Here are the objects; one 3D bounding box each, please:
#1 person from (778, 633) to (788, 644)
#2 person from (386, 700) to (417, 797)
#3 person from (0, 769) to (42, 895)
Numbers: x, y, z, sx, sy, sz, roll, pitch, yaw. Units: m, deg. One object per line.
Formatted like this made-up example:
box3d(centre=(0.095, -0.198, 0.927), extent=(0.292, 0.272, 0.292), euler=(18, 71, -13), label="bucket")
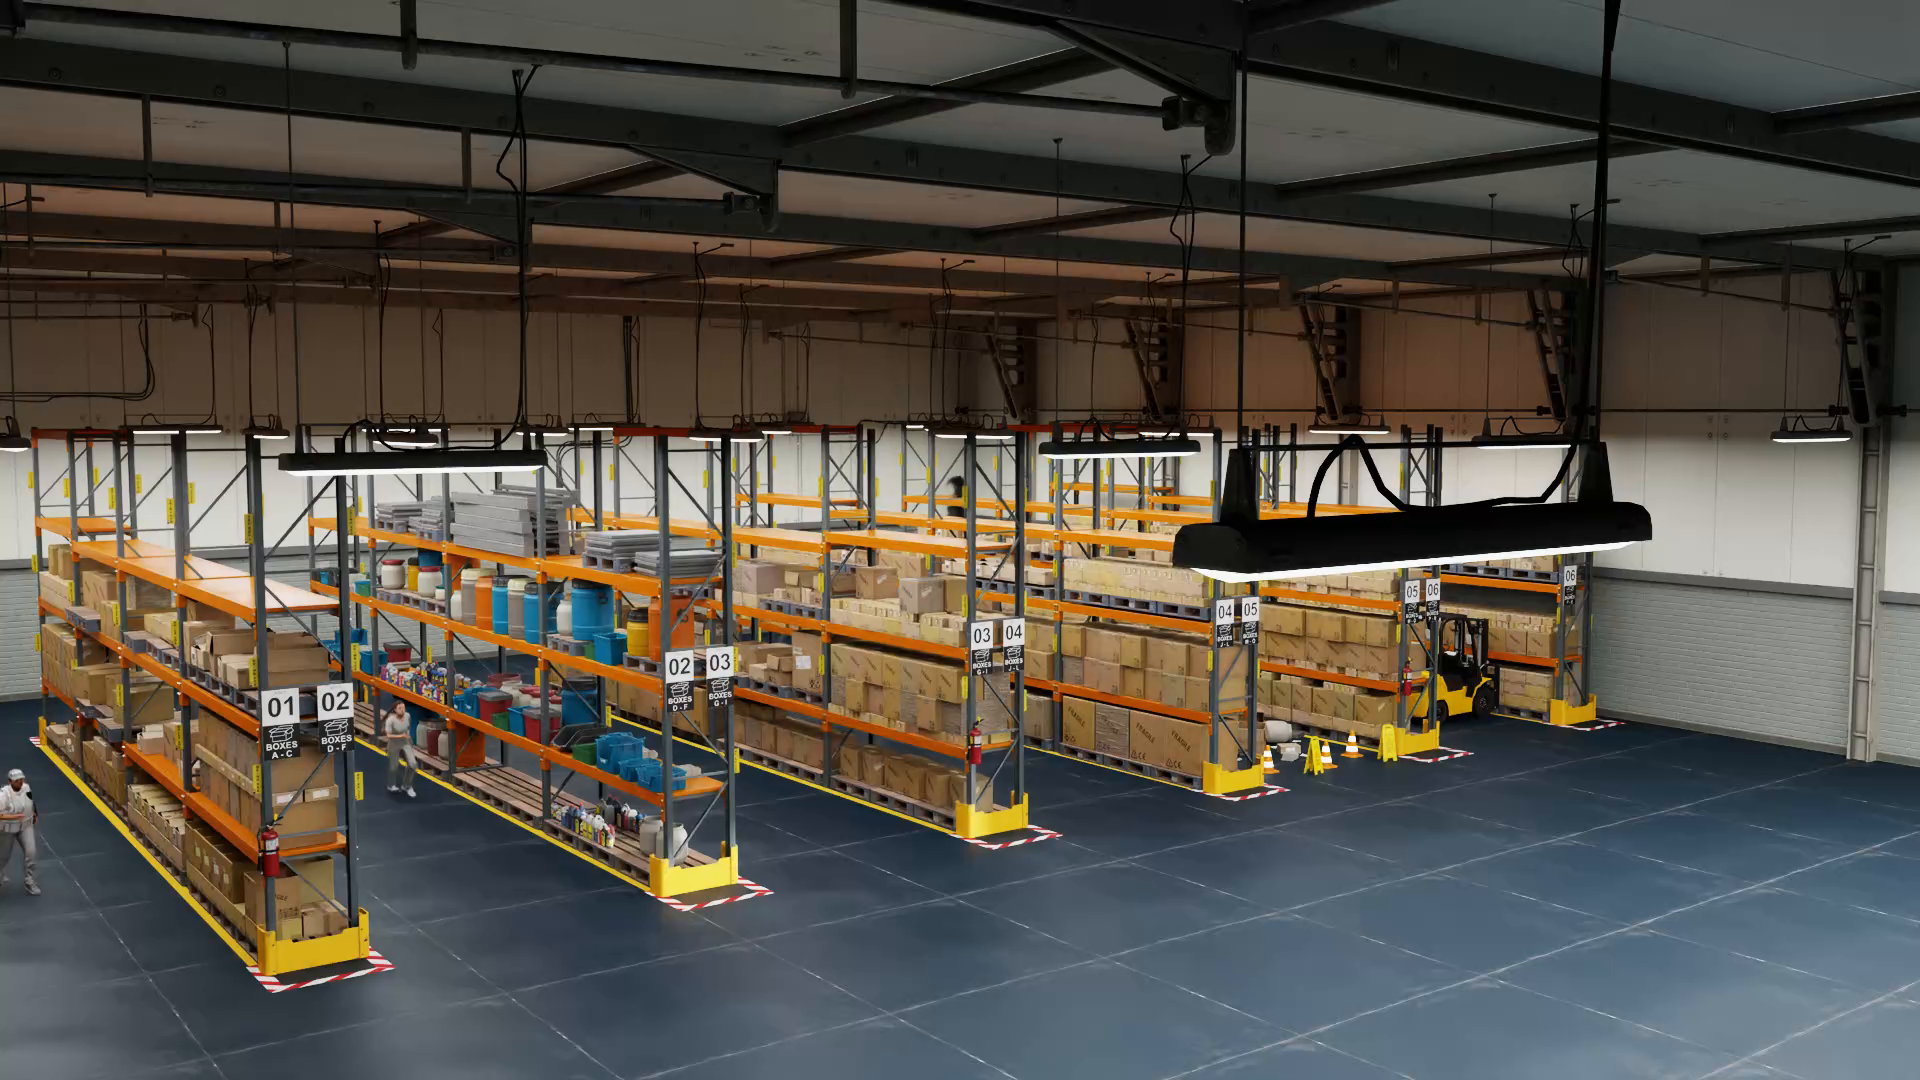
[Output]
box3d(centre=(-4.120, 2.197, 41.774), extent=(0.872, 1.702, 0.710), euler=(-4, 6, -40), label="person")
box3d(centre=(-9.166, 3.389, 27.150), extent=(0.495, 1.607, 0.906), euler=(-3, 6, -37), label="person")
box3d(centre=(-12.407, 3.792, 21.795), extent=(0.967, 1.646, 0.611), euler=(4, 6, 38), label="person")
